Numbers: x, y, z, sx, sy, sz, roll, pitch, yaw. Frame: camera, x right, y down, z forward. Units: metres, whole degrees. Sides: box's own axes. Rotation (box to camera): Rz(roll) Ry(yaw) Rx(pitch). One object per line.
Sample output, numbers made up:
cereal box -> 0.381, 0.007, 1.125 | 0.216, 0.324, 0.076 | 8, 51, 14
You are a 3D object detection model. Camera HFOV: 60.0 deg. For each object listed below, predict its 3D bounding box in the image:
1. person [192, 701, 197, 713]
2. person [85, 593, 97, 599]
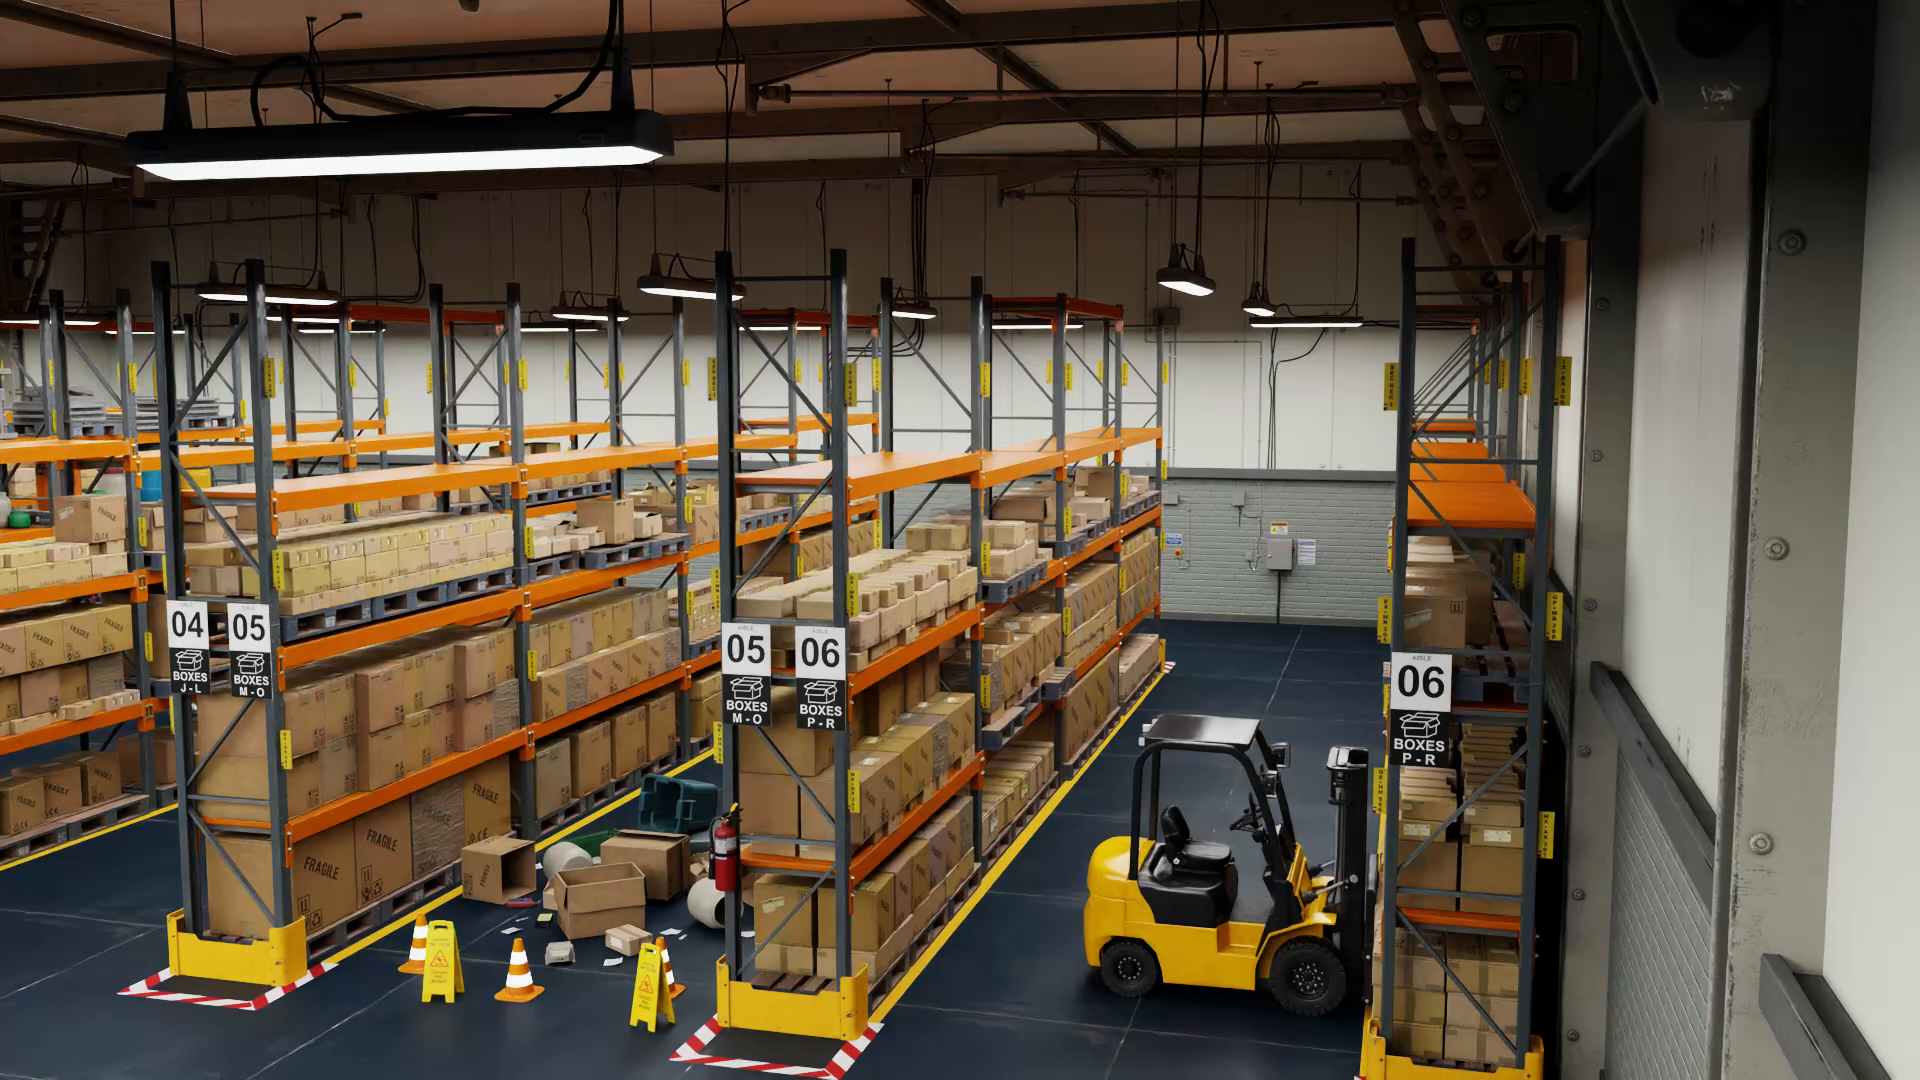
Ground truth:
person -> -11.325, 1.742, 24.483 | 0.506, 1.652, 0.490 | 4, 7, 30
person -> -15.234, 1.217, 29.384 | 0.629, 1.665, 1.068 | 1, 6, 13
